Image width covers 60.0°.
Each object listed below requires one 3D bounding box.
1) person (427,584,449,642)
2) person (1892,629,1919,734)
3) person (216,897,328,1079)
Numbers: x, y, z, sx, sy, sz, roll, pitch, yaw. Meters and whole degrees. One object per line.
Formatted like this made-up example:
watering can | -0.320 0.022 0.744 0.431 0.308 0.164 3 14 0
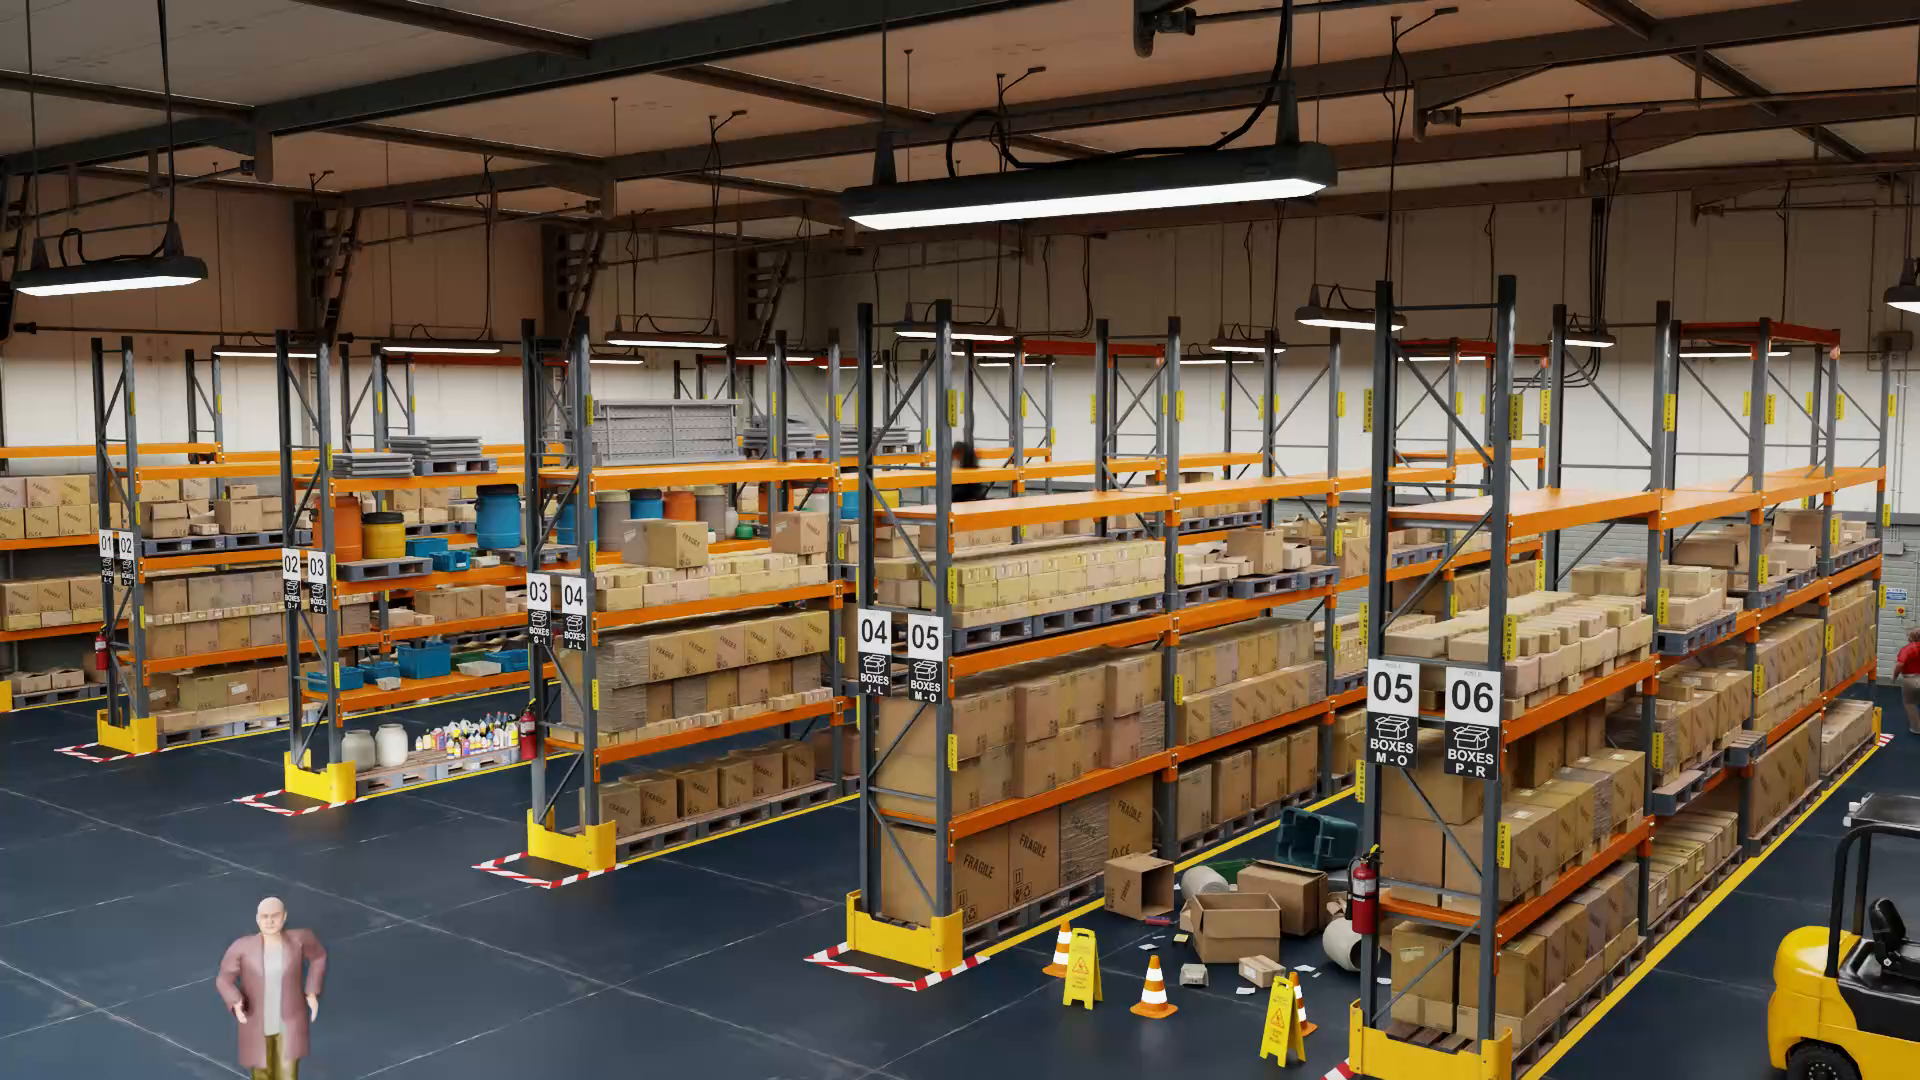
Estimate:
person | -9.573 1.636 30.742 0.702 1.721 0.589 2 5 25
person | 14.471 2.143 25.236 0.730 1.647 0.751 1 5 7
person | -4.675 3.298 11.331 0.709 1.767 1.018 -2 5 -20
